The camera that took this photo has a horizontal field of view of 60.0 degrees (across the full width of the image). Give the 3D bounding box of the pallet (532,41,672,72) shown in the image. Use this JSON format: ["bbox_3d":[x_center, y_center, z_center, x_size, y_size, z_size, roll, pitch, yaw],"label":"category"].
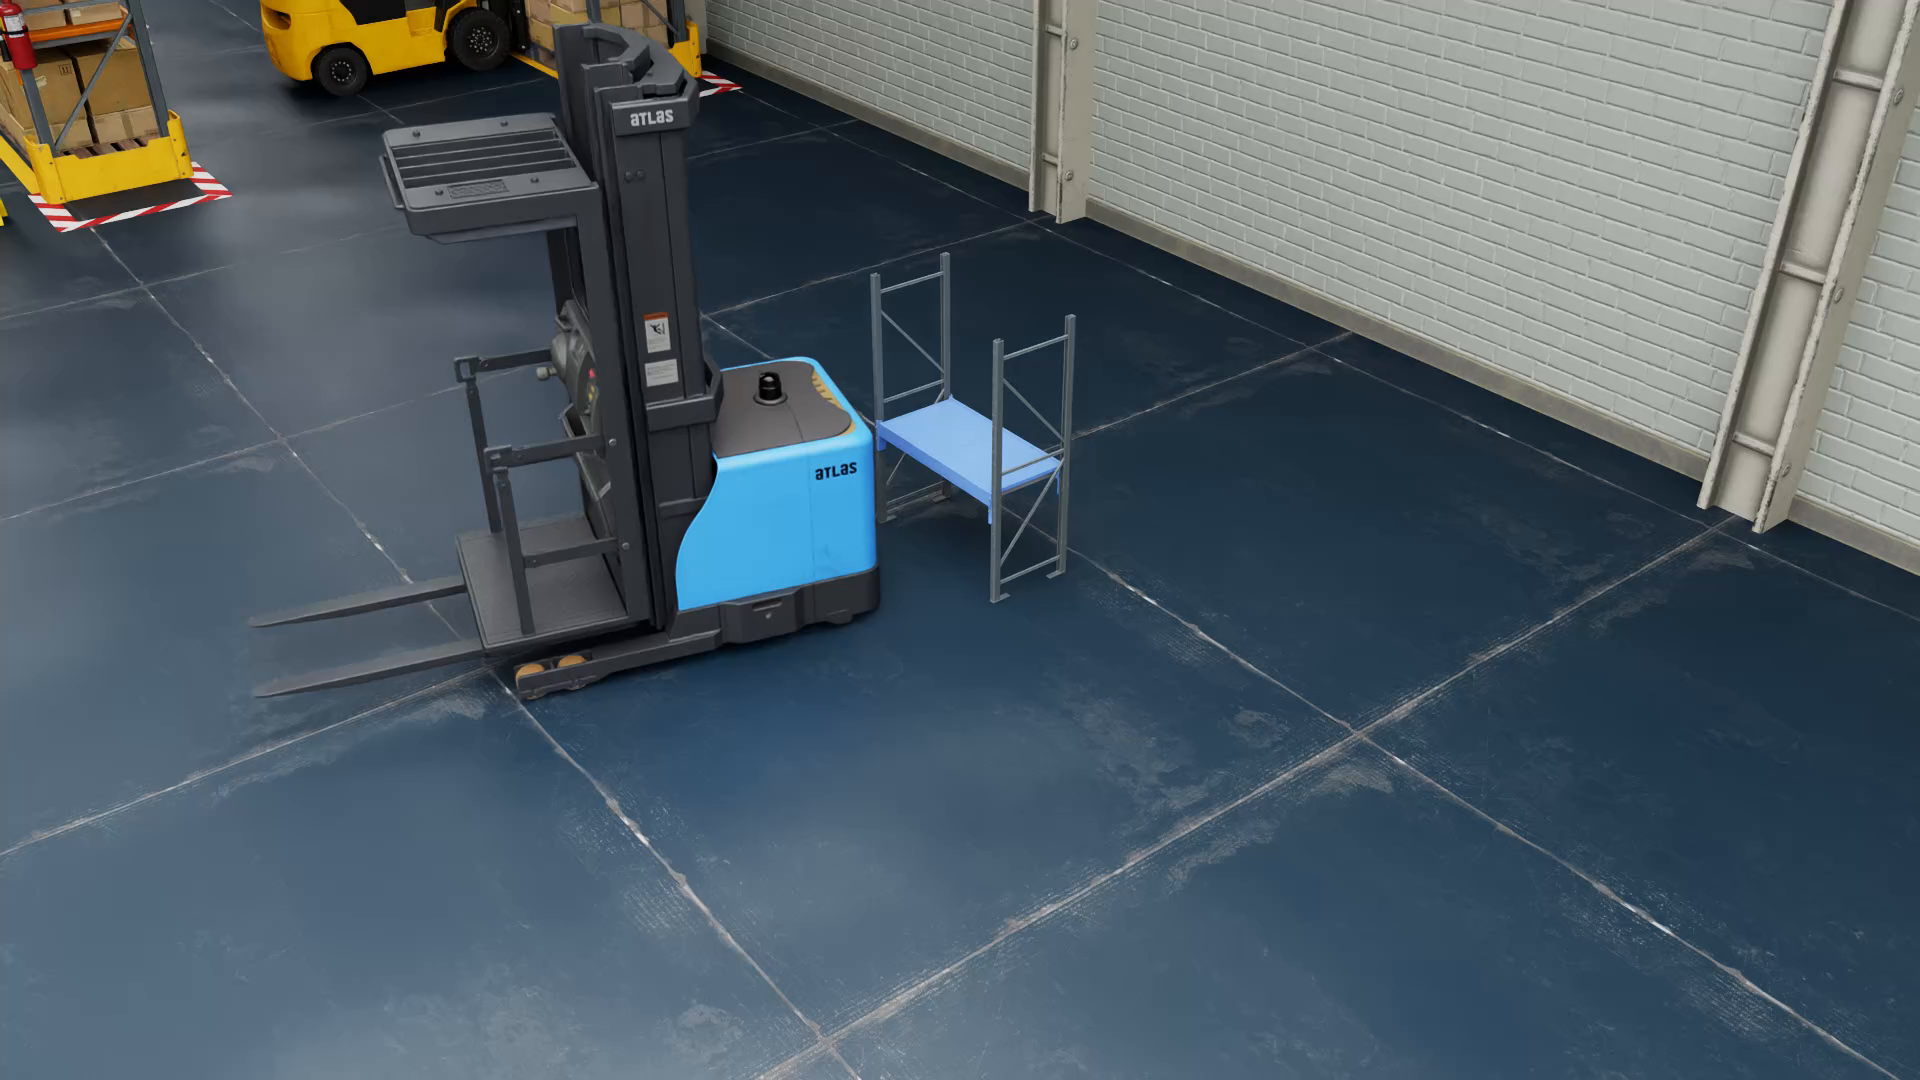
[{"bbox_3d":[-3.666,-4.980,17.069,1.003,0.211,1.213,-22,38,-31],"label":"pallet"}]

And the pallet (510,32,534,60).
[{"bbox_3d":[-4.410,-5.488,17.887,1.003,0.211,1.213,-22,38,-31],"label":"pallet"}]

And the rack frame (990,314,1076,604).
[{"bbox_3d":[0.364,-0.390,8.456,0.500,1.500,0.032,-22,38,-31],"label":"rack frame"}]

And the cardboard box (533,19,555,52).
[{"bbox_3d":[-3.999,-5.174,16.946,0.500,0.250,0.500,-22,38,-31],"label":"cardboard box"}]

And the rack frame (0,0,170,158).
[{"bbox_3d":[-7.083,-4.252,13.253,1.000,3.000,0.127,-22,38,-31],"label":"rack frame"}]

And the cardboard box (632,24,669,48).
[{"bbox_3d":[-3.311,-5.138,16.888,0.500,0.250,0.500,-22,38,-31],"label":"cardboard box"}]

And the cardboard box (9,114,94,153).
[{"bbox_3d":[-7.806,-3.522,14.286,0.500,0.250,0.500,-22,38,-32],"label":"cardboard box"}]

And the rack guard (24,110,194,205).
[{"bbox_3d":[-7.130,-3.222,13.964,1.175,0.500,0.348,-22,38,-31],"label":"rack guard"}]

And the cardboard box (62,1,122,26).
[{"bbox_3d":[-7.128,-4.354,13.656,0.380,0.149,0.250,-22,38,-31],"label":"cardboard box"}]

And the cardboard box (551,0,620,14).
[{"bbox_3d":[-3.693,-5.386,16.339,0.500,0.250,0.500,-21,37,-30],"label":"cardboard box"}]

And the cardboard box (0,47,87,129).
[{"bbox_3d":[-7.780,-3.831,14.072,0.500,0.500,0.500,-22,38,-31],"label":"cardboard box"}]

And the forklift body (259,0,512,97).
[{"bbox_3d":[-5.768,-5.699,16.388,2.313,2.155,1.214,-22,38,-31],"label":"forklift body"}]

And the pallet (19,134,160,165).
[{"bbox_3d":[-7.600,-3.449,14.604,1.003,0.211,1.213,-22,38,-31],"label":"pallet"}]

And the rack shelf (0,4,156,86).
[{"bbox_3d":[-8.309,-4.780,14.785,1.077,0.370,4.000,-22,38,-31],"label":"rack shelf"}]

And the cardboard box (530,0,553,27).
[{"bbox_3d":[-4.009,-5.397,16.830,0.500,0.250,0.500,-23,38,-32],"label":"cardboard box"}]

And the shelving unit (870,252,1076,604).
[{"bbox_3d":[0.052,-0.602,8.797,0.538,1.500,1.048,-22,38,-31],"label":"shelving unit"}]

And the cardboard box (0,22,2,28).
[{"bbox_3d":[-7.724,-4.302,13.571,0.380,0.149,0.250,-23,38,-32],"label":"cardboard box"}]

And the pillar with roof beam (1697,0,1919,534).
[{"bbox_3d":[1.079,-2.596,4.901,9.100,9.000,0.400,-22,38,-31],"label":"pillar with roof beam"}]

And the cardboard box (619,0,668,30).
[{"bbox_3d":[-3.289,-5.346,16.748,0.500,0.250,0.500,-21,38,-31],"label":"cardboard box"}]

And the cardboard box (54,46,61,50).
[{"bbox_3d":[-7.698,-4.233,14.720,0.500,0.500,0.500,-24,39,-33],"label":"cardboard box"}]

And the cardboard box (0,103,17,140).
[{"bbox_3d":[-8.103,-3.731,14.622,0.500,0.250,0.500,-22,38,-31],"label":"cardboard box"}]

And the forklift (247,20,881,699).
[{"bbox_3d":[-1.980,-0.796,7.753,3.031,2.935,1.130,-12,34,-19],"label":"forklift"}]

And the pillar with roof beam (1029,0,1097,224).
[{"bbox_3d":[-2.601,-5.097,8.927,9.100,9.000,0.400,-22,38,-31],"label":"pillar with roof beam"}]

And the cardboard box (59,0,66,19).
[{"bbox_3d":[-7.294,-4.455,13.817,0.380,0.149,0.250,-22,38,-31],"label":"cardboard box"}]

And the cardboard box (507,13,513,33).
[{"bbox_3d":[-4.635,-5.595,17.623,0.500,0.250,0.500,-21,38,-30],"label":"cardboard box"}]

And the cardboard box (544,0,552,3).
[{"bbox_3d":[-4.011,-5.597,16.679,0.500,0.250,0.500,-22,38,-31],"label":"cardboard box"}]

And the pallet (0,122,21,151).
[{"bbox_3d":[-8.344,-3.957,15.422,1.003,0.211,1.213,-22,38,-31],"label":"pallet"}]

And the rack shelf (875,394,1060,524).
[{"bbox_3d":[0.052,-0.449,8.892,0.538,0.185,1.000,-22,38,-31],"label":"rack shelf"}]

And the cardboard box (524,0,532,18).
[{"bbox_3d":[-4.342,-5.605,17.166,0.500,0.250,0.500,-23,39,-32],"label":"cardboard box"}]

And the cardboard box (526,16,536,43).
[{"bbox_3d":[-4.299,-5.385,17.286,0.500,0.250,0.500,-22,38,-31],"label":"cardboard box"}]

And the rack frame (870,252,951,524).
[{"bbox_3d":[-0.259,-0.813,9.138,0.500,1.500,0.032,-22,38,-31],"label":"rack frame"}]

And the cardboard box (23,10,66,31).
[{"bbox_3d":[-7.481,-4.232,13.459,0.380,0.149,0.250,-21,37,-30],"label":"cardboard box"}]

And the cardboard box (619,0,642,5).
[{"bbox_3d":[-3.310,-5.556,16.614,0.500,0.250,0.500,-23,39,-32],"label":"cardboard box"}]

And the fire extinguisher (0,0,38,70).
[{"bbox_3d":[-7.377,-4.023,12.957,0.296,0.674,0.183,-22,38,-31],"label":"fire extinguisher"}]

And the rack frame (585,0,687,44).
[{"bbox_3d":[-3.164,-5.860,15.842,1.000,3.000,0.127,-22,38,-31],"label":"rack frame"}]

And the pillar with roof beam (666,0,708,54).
[{"bbox_3d":[-6.280,-7.597,12.953,9.100,9.000,0.400,-22,38,-31],"label":"pillar with roof beam"}]

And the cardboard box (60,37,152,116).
[{"bbox_3d":[-7.374,-4.017,14.371,0.500,0.500,0.500,-24,39,-33],"label":"cardboard box"}]

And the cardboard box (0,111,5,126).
[{"bbox_3d":[-8.428,-3.947,14.970,0.500,0.250,0.500,-24,39,-33],"label":"cardboard box"}]

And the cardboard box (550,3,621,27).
[{"bbox_3d":[-3.710,-5.184,16.488,0.500,0.250,0.500,-23,38,-32],"label":"cardboard box"}]

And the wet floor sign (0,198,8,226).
[{"bbox_3d":[-7.812,-2.827,13.190,0.267,0.644,0.232,-10,33,-15],"label":"wet floor sign"}]

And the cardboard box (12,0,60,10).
[{"bbox_3d":[-7.633,-4.558,13.369,0.500,0.500,0.500,-23,39,-32],"label":"cardboard box"}]

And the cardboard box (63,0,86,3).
[{"bbox_3d":[-7.154,-4.708,13.611,0.500,0.500,0.500,-23,39,-32],"label":"cardboard box"}]

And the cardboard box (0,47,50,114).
[{"bbox_3d":[-8.103,-4.047,14.420,0.500,0.500,0.500,-21,37,-30],"label":"cardboard box"}]

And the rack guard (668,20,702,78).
[{"bbox_3d":[-3.150,-4.788,16.485,1.175,0.500,0.348,-22,38,-31],"label":"rack guard"}]

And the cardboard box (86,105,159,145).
[{"bbox_3d":[-7.359,-3.688,14.553,0.500,0.250,0.500,-23,38,-32],"label":"cardboard box"}]

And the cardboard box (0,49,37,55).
[{"bbox_3d":[-8.058,-4.237,14.112,0.380,0.149,0.250,-21,38,-30],"label":"cardboard box"}]
